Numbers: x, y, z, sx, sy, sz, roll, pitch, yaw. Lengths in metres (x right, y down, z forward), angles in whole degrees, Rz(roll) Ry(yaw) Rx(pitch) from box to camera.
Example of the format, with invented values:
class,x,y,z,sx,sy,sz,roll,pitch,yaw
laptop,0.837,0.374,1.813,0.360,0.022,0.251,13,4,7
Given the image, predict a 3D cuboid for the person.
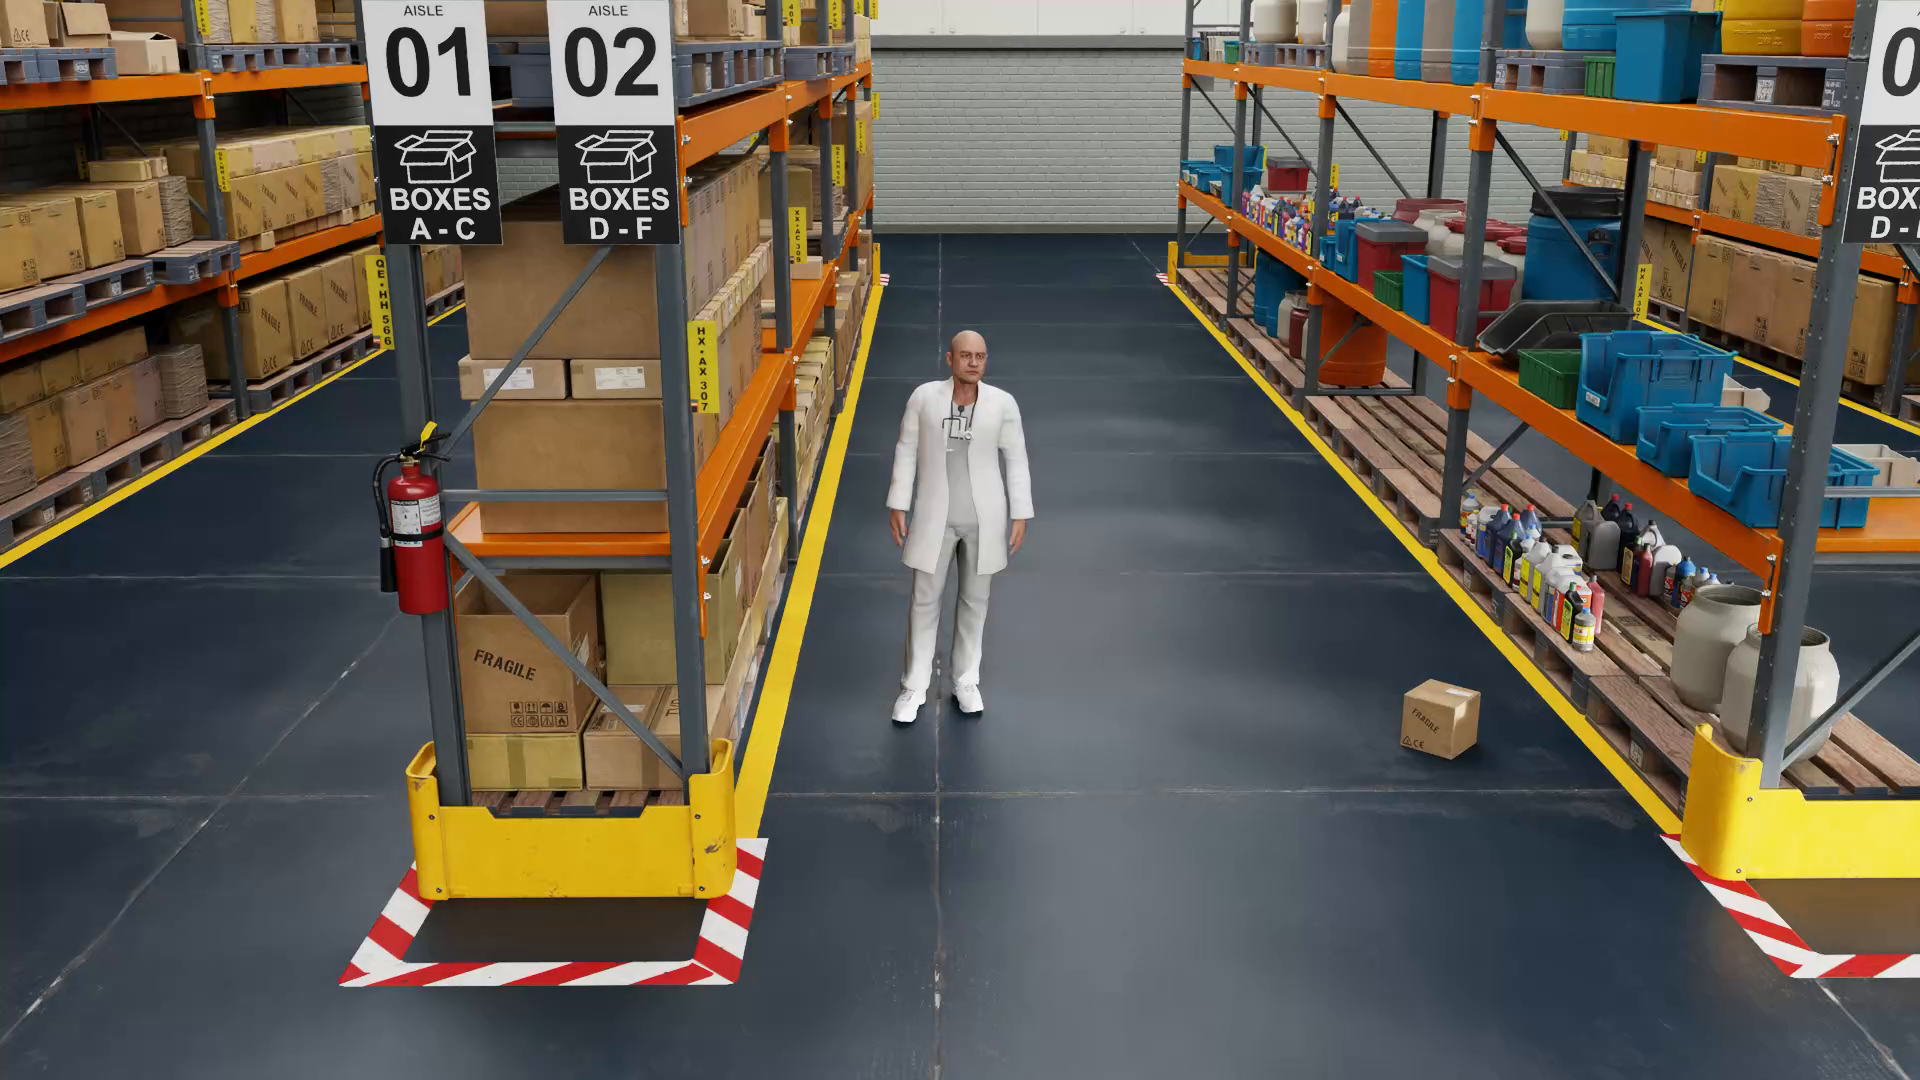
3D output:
class,x,y,z,sx,sy,sz,roll,pitch,yaw
person,0.001,-0.027,7.763,0.698,1.700,0.578,0,17,-1
